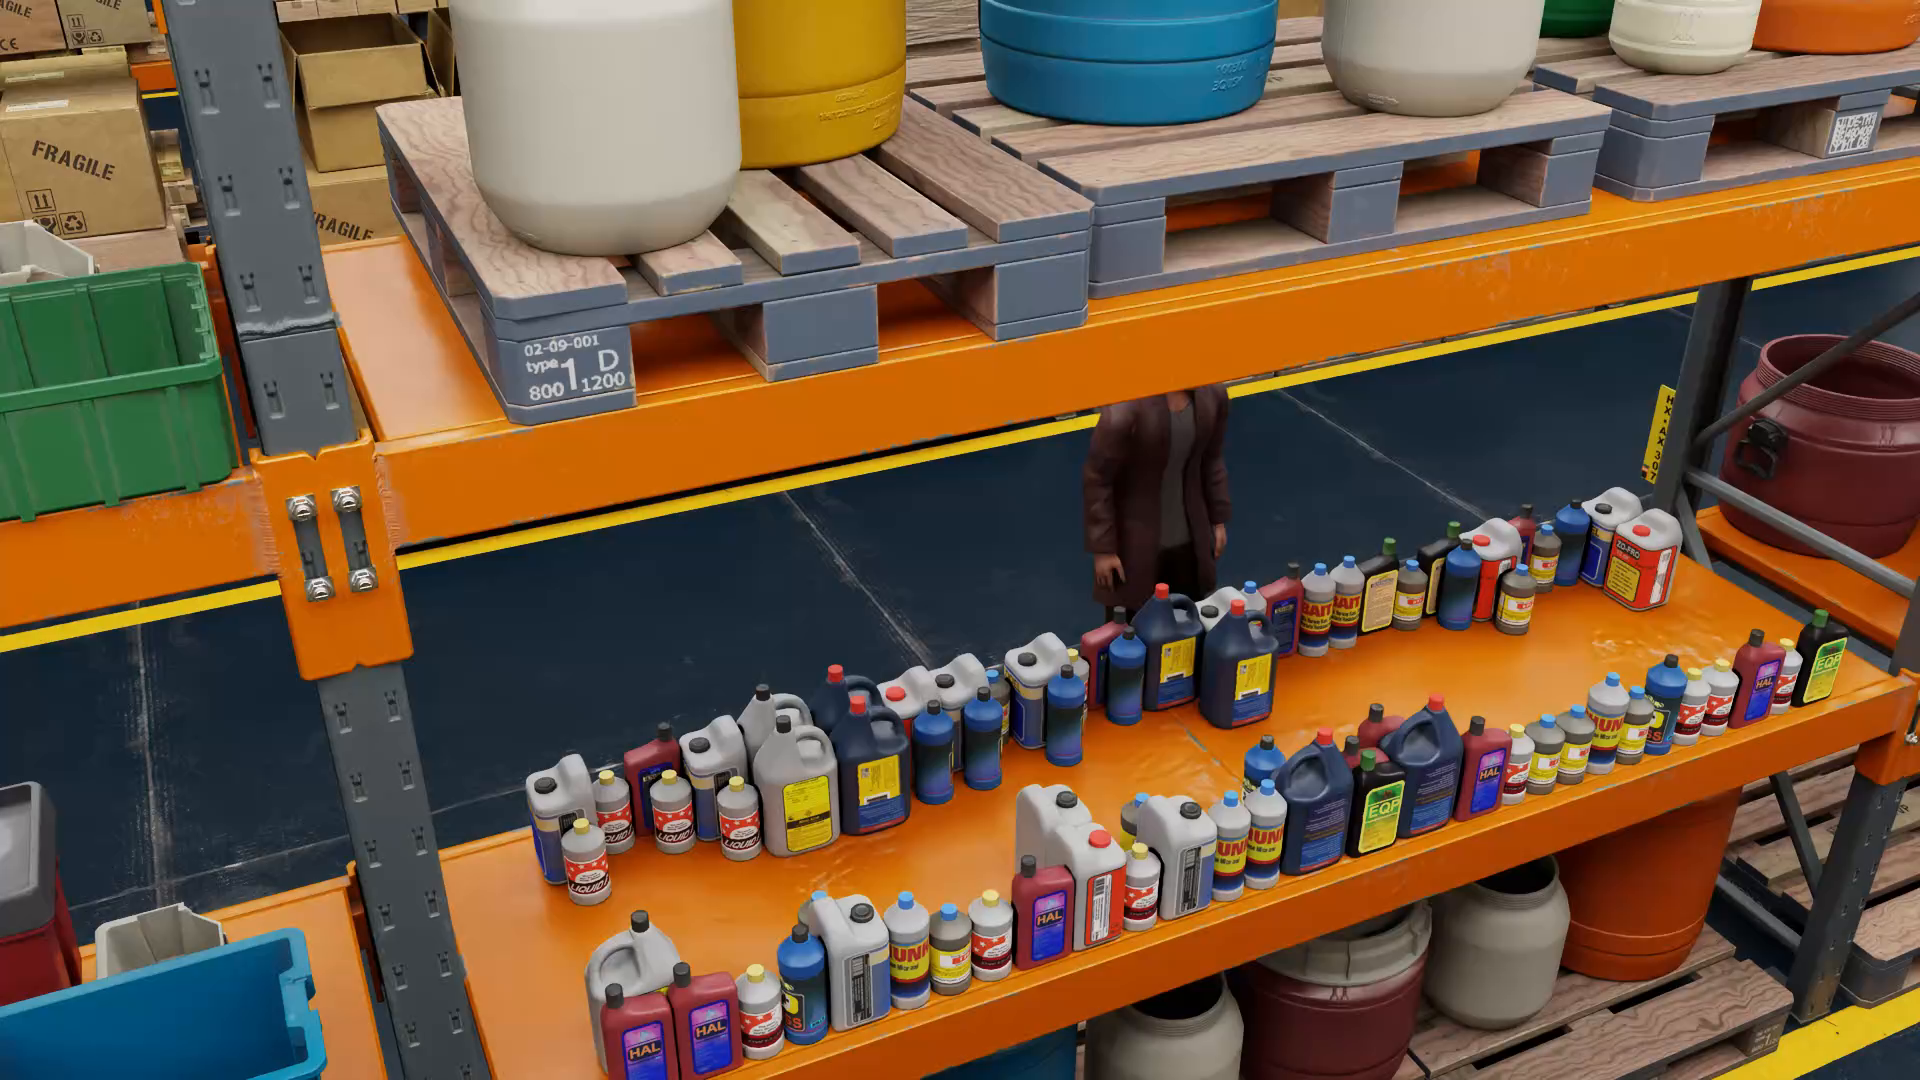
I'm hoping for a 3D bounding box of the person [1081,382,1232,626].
[{"bbox_3d":[0.736,-0.009,6.160,0.631,1.773,0.427,-14,32,-24],"label":"person"}]
